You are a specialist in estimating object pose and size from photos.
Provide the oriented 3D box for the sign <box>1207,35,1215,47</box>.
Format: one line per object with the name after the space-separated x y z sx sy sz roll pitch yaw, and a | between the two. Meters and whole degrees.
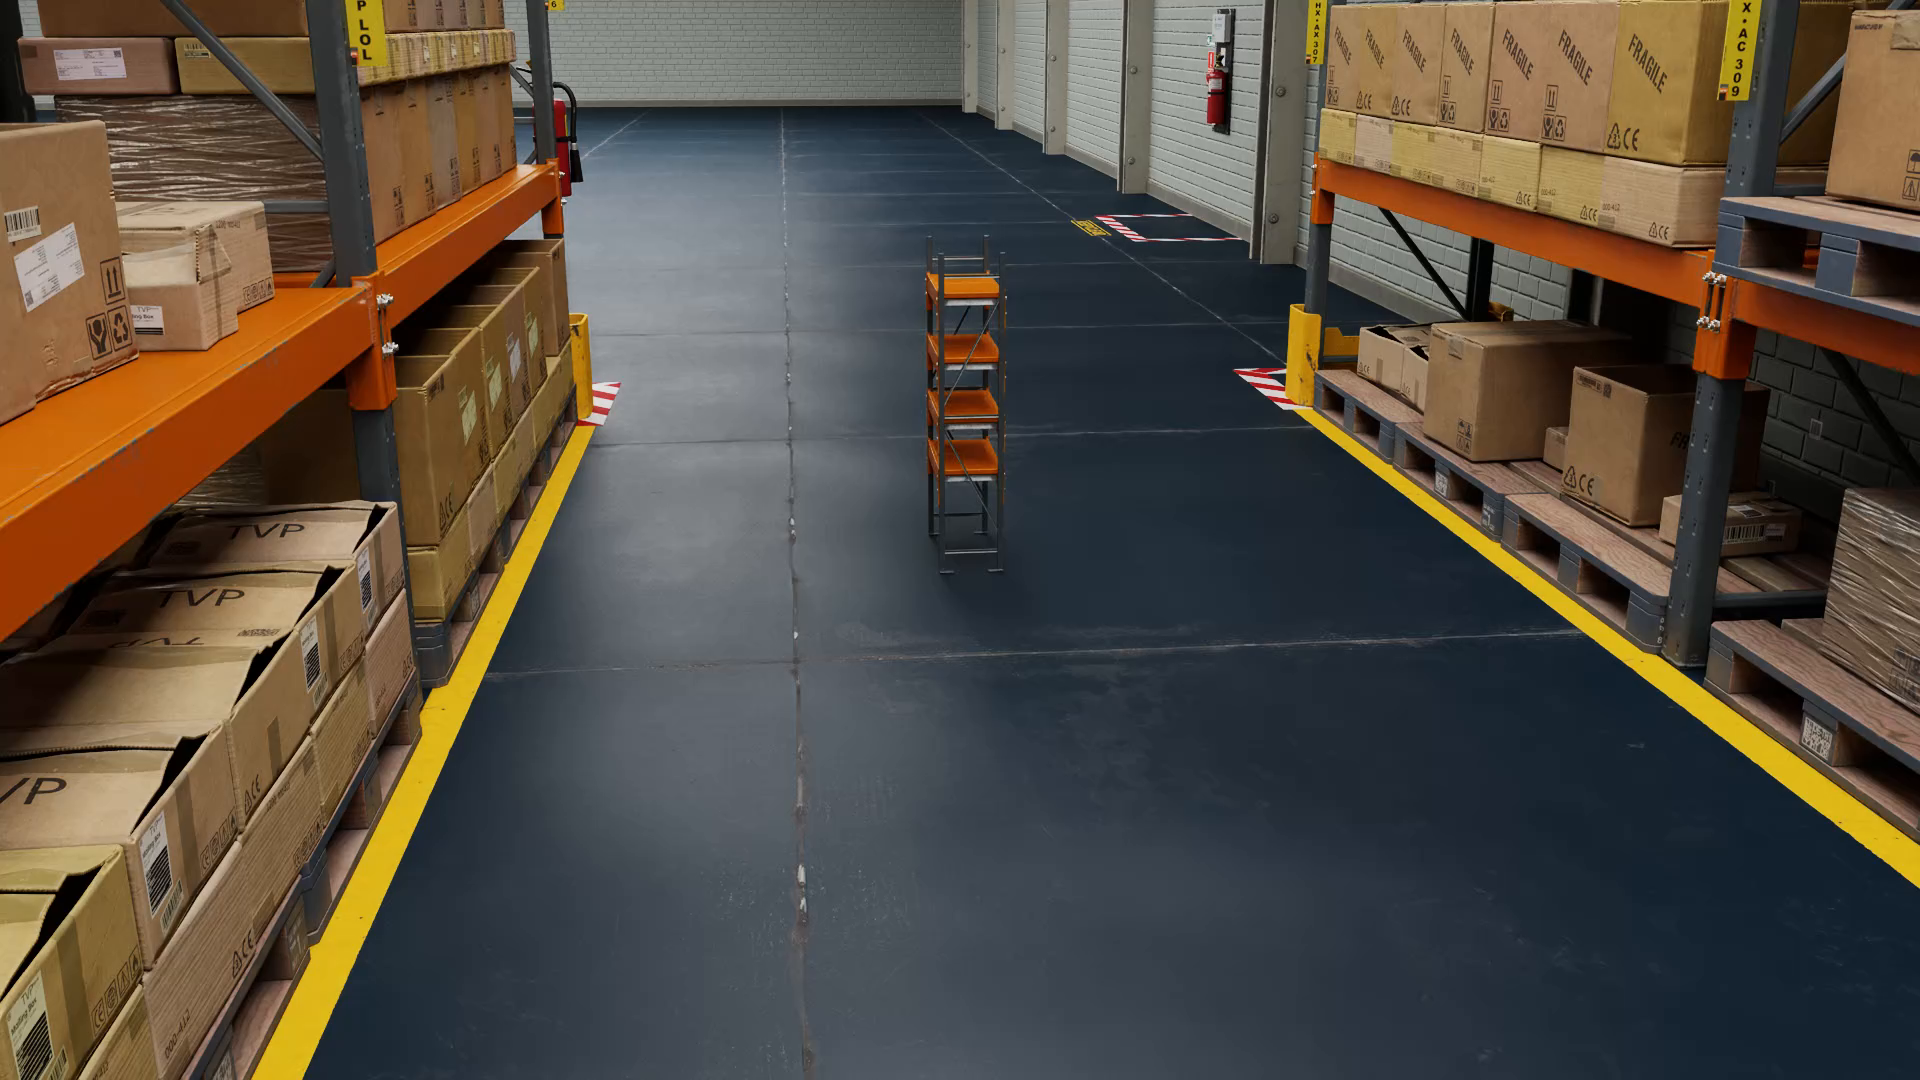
2.523 -5.018 16.708 0.001 0.109 0.331 -2 18 -6 | sign

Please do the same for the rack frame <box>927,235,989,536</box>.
-0.008 -0.596 6.572 0.240 1.200 0.015 -2 18 -6 | rack frame

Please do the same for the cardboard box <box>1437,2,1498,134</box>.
2.293 -1.928 6.774 0.500 0.500 0.500 -1 17 -4 | cardboard box

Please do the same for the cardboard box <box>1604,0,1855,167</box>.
2.445 -1.474 5.329 0.500 0.500 0.500 -2 18 -6 | cardboard box

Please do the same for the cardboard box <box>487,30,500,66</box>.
-2.254 -2.179 7.362 0.380 0.149 0.250 -2 18 -6 | cardboard box

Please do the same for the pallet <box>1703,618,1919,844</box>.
2.883 0.516 4.683 1.003 0.211 1.213 -2 18 -6 | pallet

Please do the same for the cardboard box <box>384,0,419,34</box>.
-2.282 -1.991 5.678 0.700 0.500 0.500 -2 18 -6 | cardboard box

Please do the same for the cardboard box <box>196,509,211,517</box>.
-2.390 0.087 5.280 0.500 0.250 0.500 -2 18 -6 | cardboard box

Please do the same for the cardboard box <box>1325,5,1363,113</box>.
2.139 -2.383 8.224 0.500 0.500 0.500 -2 18 -6 | cardboard box

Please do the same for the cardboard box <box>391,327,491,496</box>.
-1.921 -0.435 5.694 0.500 0.500 0.500 -2 18 -6 | cardboard box

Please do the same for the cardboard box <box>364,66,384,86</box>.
-2.015 -1.488 5.157 0.380 0.149 0.250 -2 18 -7 | cardboard box

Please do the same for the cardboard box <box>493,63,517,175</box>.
-2.502 -1.993 7.849 0.700 0.500 0.500 -2 18 -6 | cardboard box

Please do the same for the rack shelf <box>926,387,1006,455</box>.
0.017 -0.459 6.360 0.258 0.148 0.480 -2 18 -6 | rack shelf

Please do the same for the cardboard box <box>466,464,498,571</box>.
-1.918 -0.078 5.806 0.500 0.250 0.500 -2 18 -6 | cardboard box

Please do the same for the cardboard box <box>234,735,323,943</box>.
-1.691 0.637 3.531 0.500 0.250 0.500 -1 17 -4 | cardboard box

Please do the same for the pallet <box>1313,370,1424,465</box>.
2.446 -0.642 8.371 1.003 0.211 1.213 -2 18 -6 | pallet

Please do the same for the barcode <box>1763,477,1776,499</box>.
3.012 -0.193 6.190 0.001 0.075 0.075 -2 18 -6 | barcode

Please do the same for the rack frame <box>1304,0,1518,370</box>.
2.389 -2.239 8.800 1.000 3.000 0.127 -2 18 -6 | rack frame

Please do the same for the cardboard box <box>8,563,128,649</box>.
-2.284 0.231 3.885 0.500 0.311 0.500 -2 18 -6 | cardboard box

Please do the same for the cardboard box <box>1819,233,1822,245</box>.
2.966 -1.131 5.490 0.500 0.250 0.500 -2 17 -5 | cardboard box

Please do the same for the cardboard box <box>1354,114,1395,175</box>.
2.191 -1.867 7.833 0.500 0.250 0.500 -2 18 -7 | cardboard box

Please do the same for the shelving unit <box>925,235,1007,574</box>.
0.017 -0.523 6.340 0.258 1.200 0.503 -2 18 -6 | shelving unit

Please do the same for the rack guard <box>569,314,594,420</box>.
-2.540 -0.899 8.706 1.175 0.500 0.348 -2 18 -6 | rack guard

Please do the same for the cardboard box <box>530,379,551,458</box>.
-2.072 -0.525 7.230 0.500 0.250 0.500 -2 18 -6 | cardboard box

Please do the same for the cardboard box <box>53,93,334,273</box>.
-2.177 -1.072 4.918 0.700 0.500 0.500 -2 18 -7 | cardboard box

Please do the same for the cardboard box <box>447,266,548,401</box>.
-2.069 -0.883 7.118 0.500 0.500 0.500 -2 18 -6 | cardboard box

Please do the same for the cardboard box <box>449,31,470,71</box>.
-2.174 -1.948 6.624 0.380 0.149 0.250 -1 17 -4 | cardboard box

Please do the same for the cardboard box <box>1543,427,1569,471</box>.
2.657 -0.374 6.884 0.380 0.149 0.250 -3 18 -10 | cardboard box

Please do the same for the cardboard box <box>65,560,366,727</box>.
-1.738 0.218 3.928 0.500 0.311 0.500 -1 17 -4 | cardboard box

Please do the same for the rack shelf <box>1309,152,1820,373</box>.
2.595 -1.299 7.009 1.077 0.370 4.000 -2 18 -6 | rack shelf

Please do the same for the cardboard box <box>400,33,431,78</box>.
-2.097 -1.720 5.897 0.380 0.149 0.250 -2 18 -7 | cardboard box

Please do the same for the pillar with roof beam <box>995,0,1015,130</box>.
-3.436 -11.936 29.674 9.100 9.000 0.400 -2 18 -6 | pillar with roof beam

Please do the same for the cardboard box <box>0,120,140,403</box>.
-2.008 -0.554 3.267 0.500 0.500 0.500 -1 17 -2 | cardboard box

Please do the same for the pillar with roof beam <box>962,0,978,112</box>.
-4.055 -13.724 35.368 9.100 9.000 0.400 -2 18 -6 | pillar with roof beam

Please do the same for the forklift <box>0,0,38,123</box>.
-4.720 -1.691 7.170 1.130 2.935 3.031 -1 17 -4 | forklift

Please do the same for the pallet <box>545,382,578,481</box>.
-2.417 -0.527 8.005 1.003 0.211 1.213 -2 18 -6 | pallet

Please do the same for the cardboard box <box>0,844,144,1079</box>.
-1.587 0.670 2.489 0.500 0.311 0.500 -2 18 -7 | cardboard box

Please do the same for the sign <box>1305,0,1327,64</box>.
1.849 -2.635 8.616 0.100 0.325 0.005 -2 18 -6 | sign

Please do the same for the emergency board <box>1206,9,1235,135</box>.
2.486 -4.582 16.263 0.194 1.169 0.643 -2 18 -6 | emergency board

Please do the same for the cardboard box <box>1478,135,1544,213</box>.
2.341 -1.415 6.392 0.500 0.250 0.500 -2 18 -6 | cardboard box

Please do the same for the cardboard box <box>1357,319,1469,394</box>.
2.371 -0.957 8.471 0.500 0.311 0.500 -4 18 -12 | cardboard box

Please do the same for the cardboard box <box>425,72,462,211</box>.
-2.340 -1.531 6.380 0.700 0.500 0.500 -1 17 -4 | cardboard box

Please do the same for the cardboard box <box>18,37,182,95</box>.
-2.366 -1.324 4.637 0.380 0.149 0.250 -2 18 -6 | cardboard box

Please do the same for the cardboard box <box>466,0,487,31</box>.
-2.437 -2.439 7.106 0.700 0.500 0.500 -2 18 -7 | cardboard box
